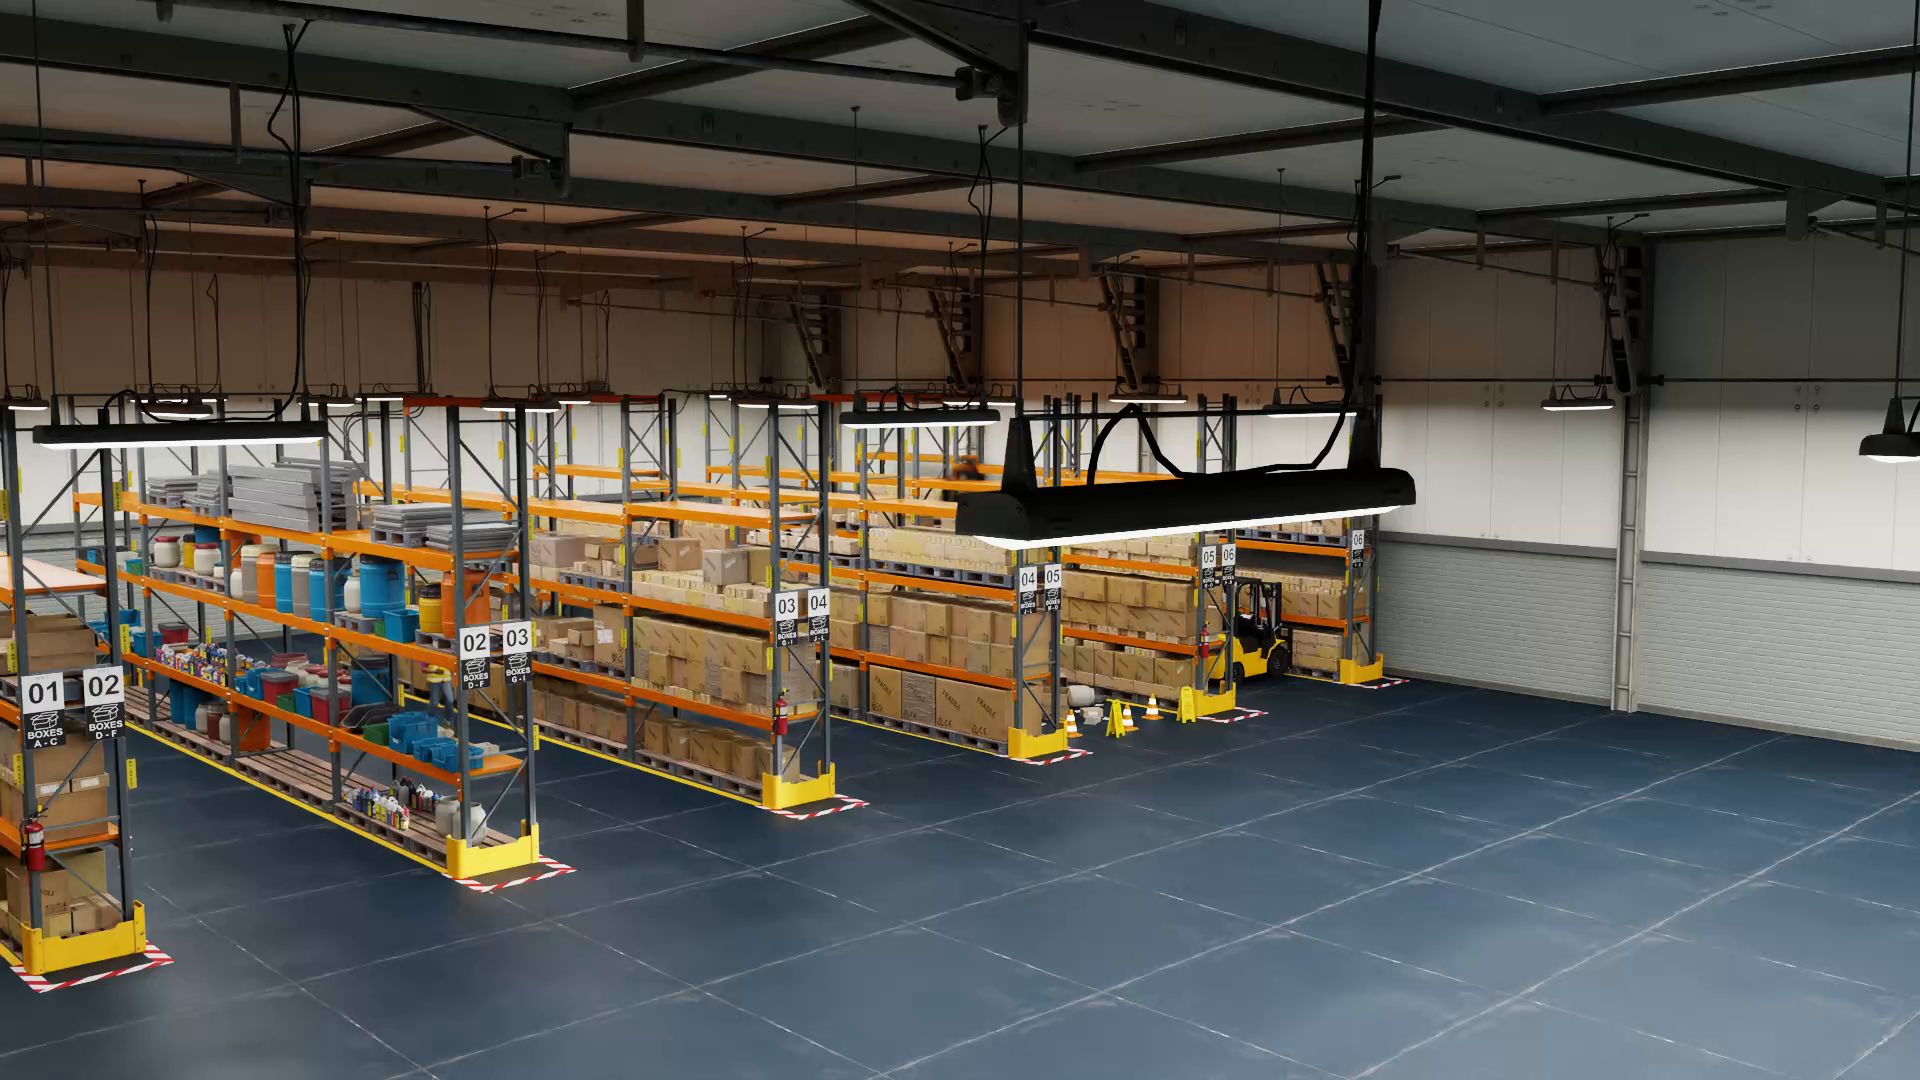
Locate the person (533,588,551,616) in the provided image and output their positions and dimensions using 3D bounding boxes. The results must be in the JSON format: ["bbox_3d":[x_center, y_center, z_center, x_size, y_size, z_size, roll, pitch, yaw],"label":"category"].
[{"bbox_3d":[-10.244,1.610,40.673,0.566,1.549,0.683,5,8,44],"label":"person"}]

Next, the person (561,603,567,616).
[{"bbox_3d":[-9.999,1.552,41.572,0.523,1.551,0.578,2,6,23],"label":"person"}]

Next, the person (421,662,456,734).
[{"bbox_3d":[-9.334,2.585,29.839,0.724,1.848,0.757,-5,8,-43],"label":"person"}]
